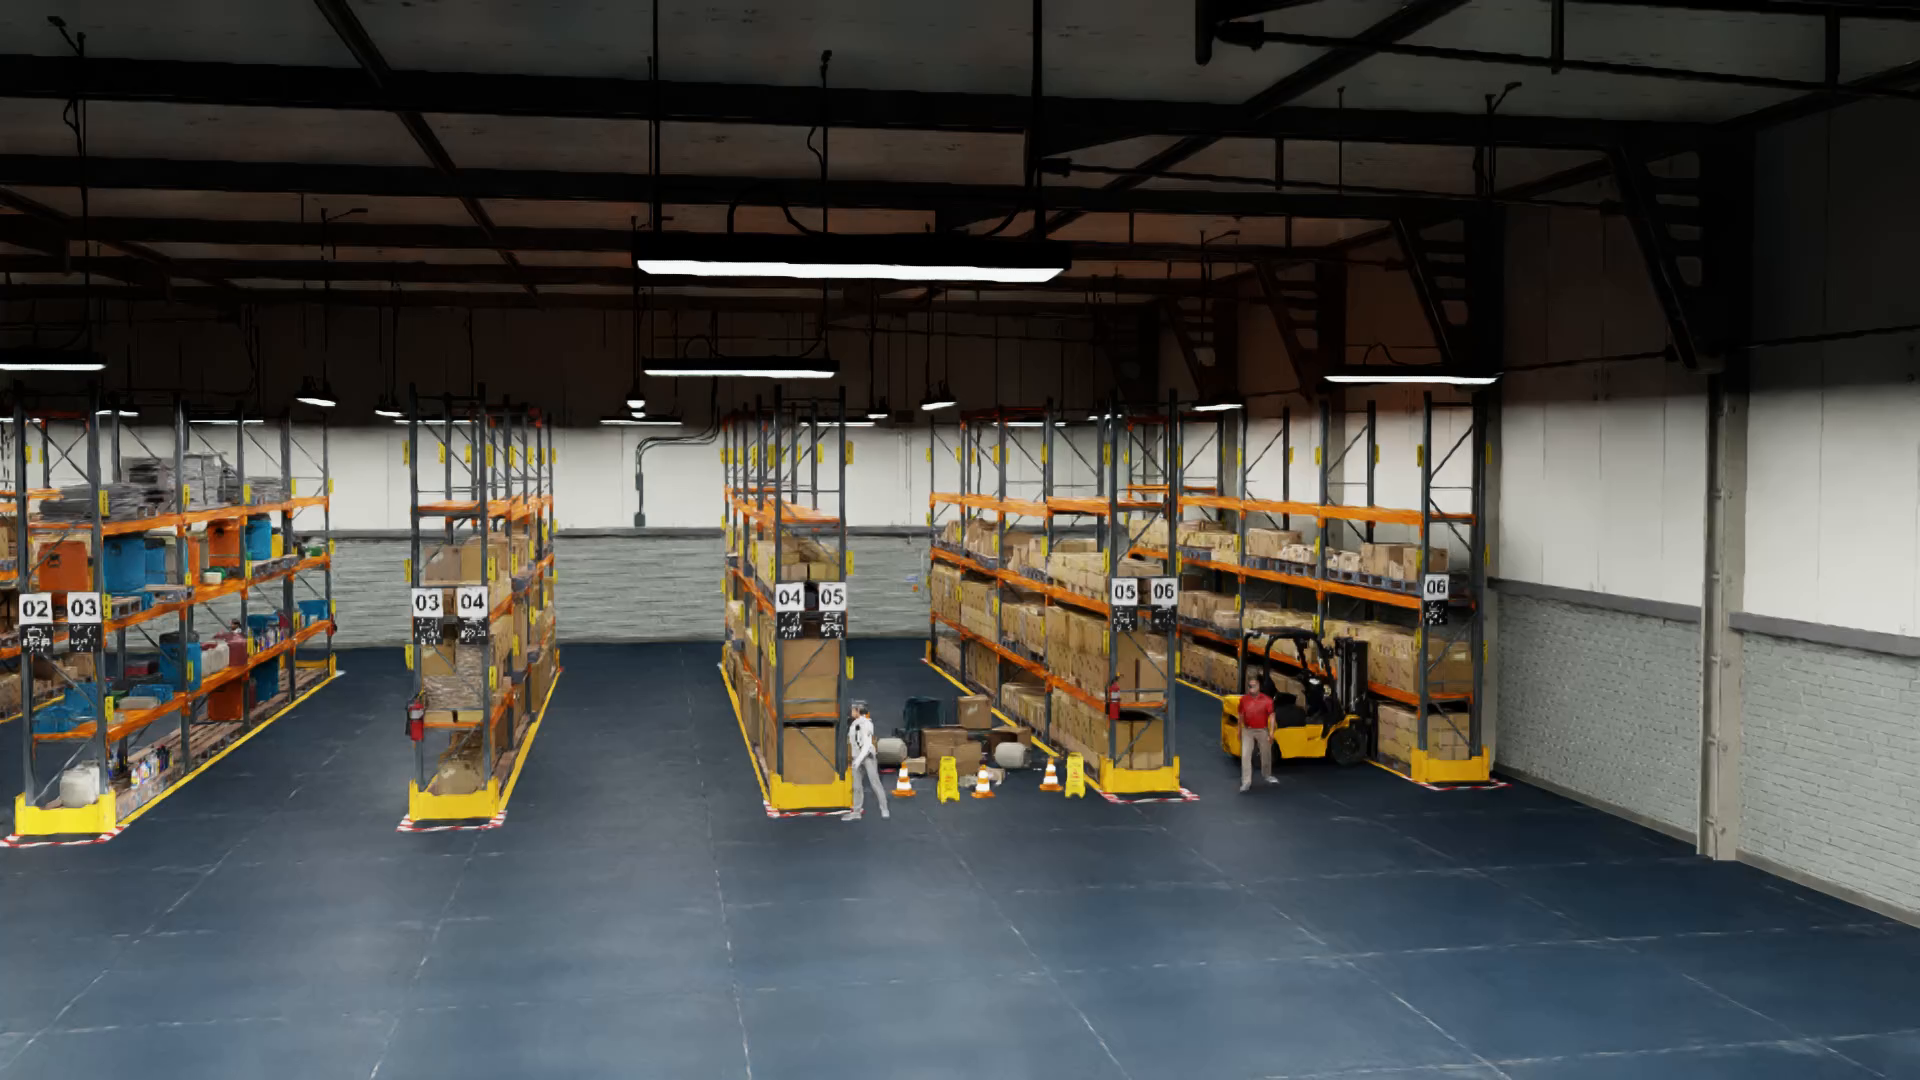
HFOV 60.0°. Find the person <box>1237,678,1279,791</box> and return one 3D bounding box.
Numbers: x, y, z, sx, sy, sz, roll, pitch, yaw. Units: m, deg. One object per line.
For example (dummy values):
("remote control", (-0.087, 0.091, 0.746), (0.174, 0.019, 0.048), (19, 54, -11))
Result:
("person", (4.463, 2.894, 24.984), (0.610, 1.682, 0.977), (1, 3, 16))

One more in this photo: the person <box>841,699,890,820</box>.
("person", (-1.302, 3.011, 22.906), (0.679, 1.659, 0.491), (-2, 4, -37))

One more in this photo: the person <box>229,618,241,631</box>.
("person", (-15.089, 2.441, 34.759), (0.548, 1.599, 0.678), (1, 3, 22))
